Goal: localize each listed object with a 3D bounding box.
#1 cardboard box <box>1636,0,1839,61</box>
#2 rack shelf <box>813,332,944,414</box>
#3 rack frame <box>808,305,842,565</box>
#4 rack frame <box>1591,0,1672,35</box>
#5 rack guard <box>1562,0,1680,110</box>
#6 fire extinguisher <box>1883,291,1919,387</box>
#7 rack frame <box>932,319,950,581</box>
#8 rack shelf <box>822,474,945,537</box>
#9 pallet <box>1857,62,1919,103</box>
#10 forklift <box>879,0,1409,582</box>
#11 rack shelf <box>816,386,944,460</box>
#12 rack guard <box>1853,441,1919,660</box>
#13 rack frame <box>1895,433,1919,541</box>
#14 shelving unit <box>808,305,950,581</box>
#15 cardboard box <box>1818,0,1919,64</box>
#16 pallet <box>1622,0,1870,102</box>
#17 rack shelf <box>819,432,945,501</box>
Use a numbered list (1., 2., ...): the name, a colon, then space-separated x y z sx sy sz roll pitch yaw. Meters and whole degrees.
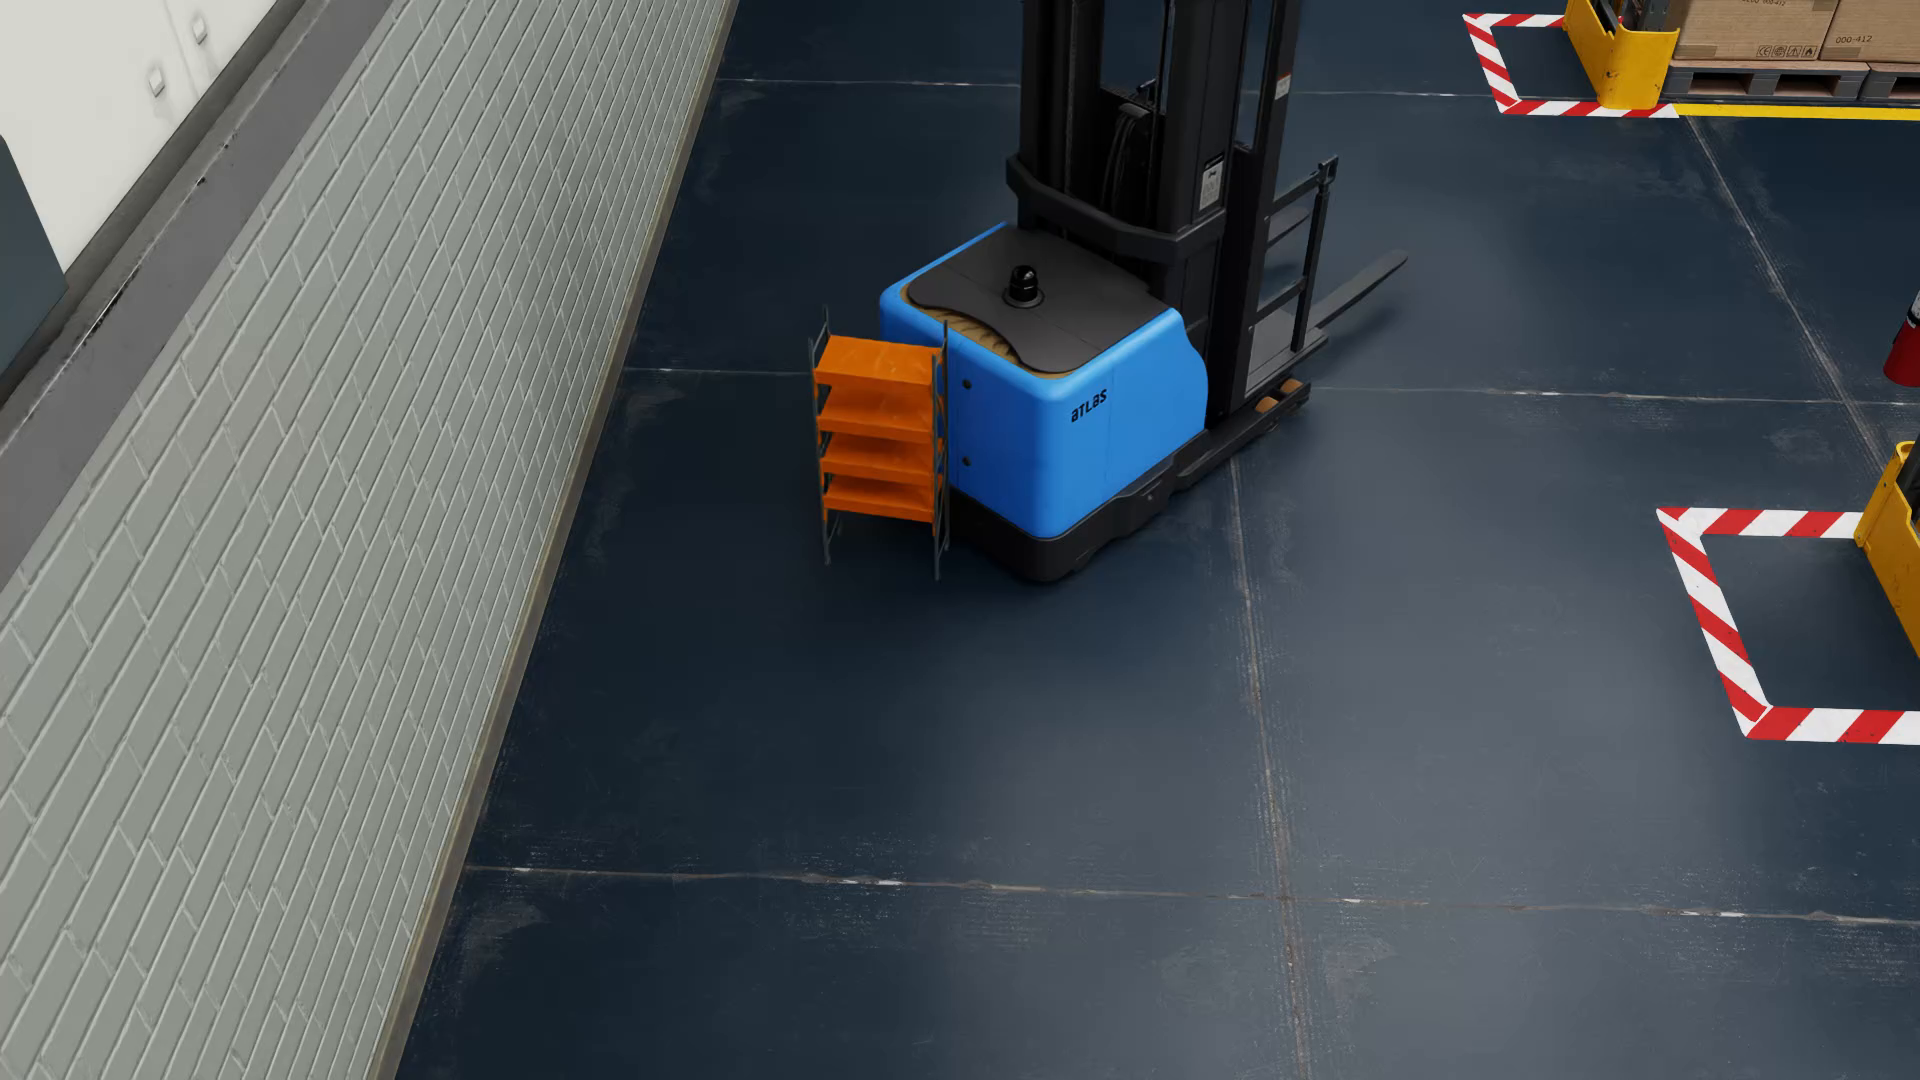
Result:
1. cardboard box: 4.807 -3.388 10.343 0.875 0.438 0.875 0 43 0
2. rack shelf: -0.316 -0.664 6.592 0.480 0.148 0.258 8 44 8
3. rack frame: -0.555 -0.410 6.895 0.015 1.200 0.240 8 44 8
4. rack frame: 4.143 -4.124 9.561 0.127 3.000 1.000 2 43 2
5. rack guard: 4.119 -3.210 10.414 0.348 0.500 1.175 2 43 2
6. fire extinguisher: 3.790 -0.907 6.439 0.183 0.674 0.296 2 43 2
7. rack frame: -0.077 -0.344 6.824 0.015 1.200 0.240 8 44 8
8. rack shelf: -0.316 -0.182 7.041 0.480 0.148 0.258 8 44 8
9. pallet: 6.161 -3.093 10.500 1.213 0.211 1.003 2 43 2
10. forklift: 1.032 -1.803 7.120 1.130 2.935 3.031 33 52 30
11. rack shelf: -0.316 -0.491 6.753 0.480 0.148 0.258 8 44 8
12. rack guard: 4.097 0.167 6.789 0.348 0.500 1.175 2 43 2
13. rack frame: 4.021 -0.750 5.940 0.127 3.000 1.000 2 43 2
14. shelving unit: -0.316 -0.377 6.860 0.503 1.200 0.258 8 44 8
15. cardboard box: 5.721 -3.365 10.319 0.875 0.438 0.875 3 43 3
16. pallet: 4.945 -3.132 10.543 1.213 0.211 1.003 2 43 2
17. rack shelf: -0.316 -0.328 6.906 0.480 0.148 0.258 8 44 8
